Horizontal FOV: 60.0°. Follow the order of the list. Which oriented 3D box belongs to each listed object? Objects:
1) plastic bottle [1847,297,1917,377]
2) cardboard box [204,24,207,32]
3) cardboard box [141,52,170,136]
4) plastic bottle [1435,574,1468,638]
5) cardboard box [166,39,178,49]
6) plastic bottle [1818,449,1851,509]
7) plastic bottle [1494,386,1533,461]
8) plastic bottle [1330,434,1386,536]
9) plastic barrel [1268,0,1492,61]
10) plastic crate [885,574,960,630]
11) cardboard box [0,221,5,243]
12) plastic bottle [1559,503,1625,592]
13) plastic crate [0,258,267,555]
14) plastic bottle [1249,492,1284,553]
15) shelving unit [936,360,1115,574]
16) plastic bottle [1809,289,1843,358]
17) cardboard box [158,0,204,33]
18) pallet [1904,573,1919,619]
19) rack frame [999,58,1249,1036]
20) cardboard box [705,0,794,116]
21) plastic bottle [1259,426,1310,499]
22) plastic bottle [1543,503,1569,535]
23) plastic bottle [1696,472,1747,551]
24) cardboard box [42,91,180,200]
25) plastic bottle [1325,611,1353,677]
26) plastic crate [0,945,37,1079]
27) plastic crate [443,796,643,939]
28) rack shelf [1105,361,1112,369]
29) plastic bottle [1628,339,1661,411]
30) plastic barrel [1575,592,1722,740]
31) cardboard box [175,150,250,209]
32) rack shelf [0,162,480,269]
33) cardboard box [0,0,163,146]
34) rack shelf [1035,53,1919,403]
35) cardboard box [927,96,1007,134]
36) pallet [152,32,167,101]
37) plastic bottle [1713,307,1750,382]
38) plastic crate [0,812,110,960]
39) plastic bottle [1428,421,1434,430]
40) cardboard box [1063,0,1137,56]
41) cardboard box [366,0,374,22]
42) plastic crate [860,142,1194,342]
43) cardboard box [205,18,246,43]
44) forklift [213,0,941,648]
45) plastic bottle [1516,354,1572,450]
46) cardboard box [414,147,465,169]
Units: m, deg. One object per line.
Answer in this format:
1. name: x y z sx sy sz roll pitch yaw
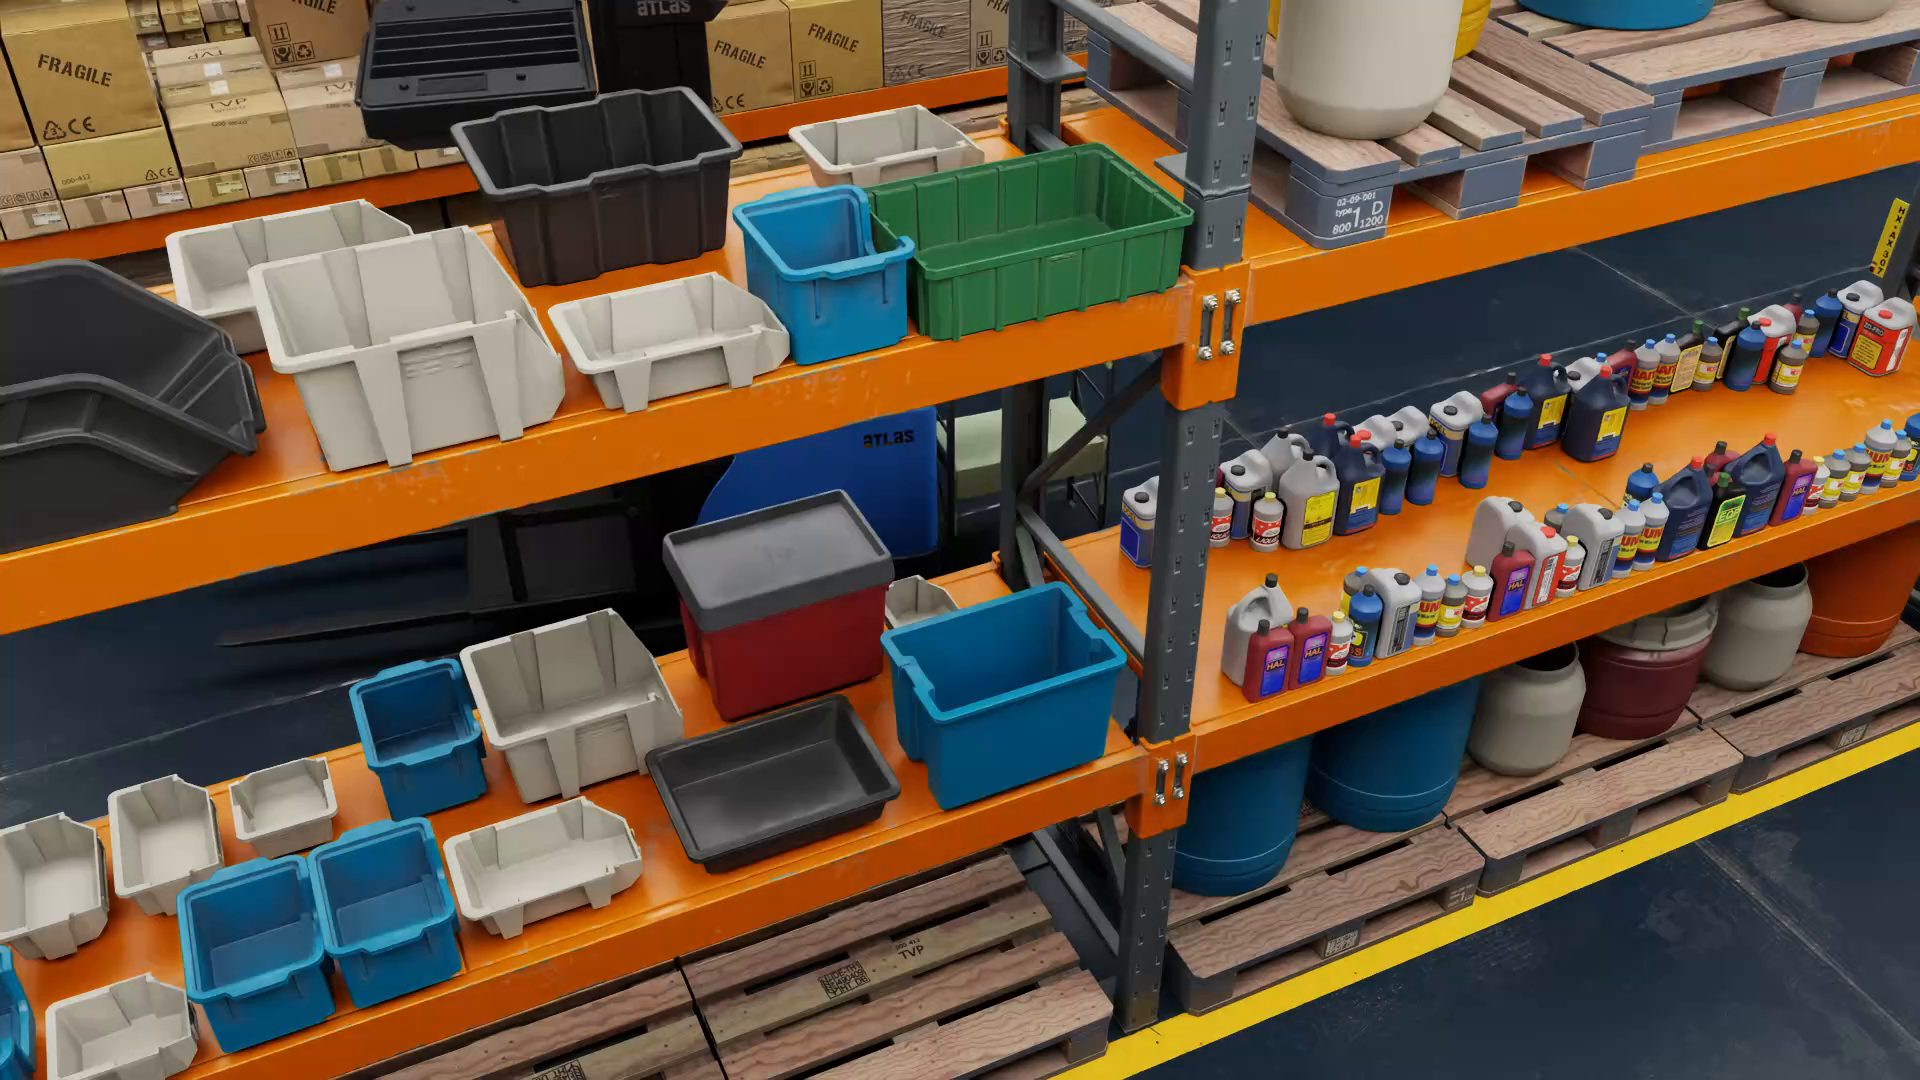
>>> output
1. plastic bottle: 3.550 -0.787 6.398 0.135 0.276 0.152 -16 39 -20
2. cardboard box: -5.556 -3.860 12.477 0.250 0.149 0.380 -15 39 -19
3. cardboard box: -4.086 -2.082 7.916 0.500 0.250 0.500 -17 40 -21
4. plastic bottle: 1.510 0.194 5.137 0.097 0.201 0.097 0 37 0
5. cardboard box: -5.583 -3.499 11.990 0.250 0.149 0.380 -18 40 -22
6. plastic bottle: 2.979 -0.216 5.691 0.097 0.201 0.097 0 37 0
7. plastic bottle: 1.971 -0.422 5.909 0.097 0.271 0.097 0 37 0
8. plastic bottle: 1.315 -0.200 5.543 0.185 0.351 0.144 -16 39 -20
9. plastic barrel: 1.133 -1.631 4.403 0.600 0.588 0.600 0 37 0
10. plastic crate: -0.089 0.281 5.025 0.243 0.136 0.396 -16 39 -20
11. cardboard box: -4.408 -1.442 7.387 0.250 0.149 0.380 -17 40 -21
12. plastic bottle: 2.022 0.003 5.332 0.135 0.276 0.152 -16 39 -20
13. plastic crate: -1.728 -0.248 3.100 0.767 0.338 0.504 -16 39 -20
14. plastic bottle: 1.013 -0.066 5.488 0.097 0.201 0.097 0 37 0
15. shelving unit: 0.244 -0.614 7.319 0.755 1.500 0.431 -12 38 -16
16. plastic bottle: 3.368 -0.853 6.490 0.097 0.271 0.097 0 37 0
17. cardboard box: -5.547 -3.757 11.838 0.250 0.149 0.380 -15 39 -19
18. pallet: 4.732 0.091 7.451 1.213 0.211 1.003 -16 39 -20
19. rack frame: 0.393 0.158 5.019 0.127 3.000 1.000 -16 39 -20
20. cardboard box: -1.189 -2.535 8.565 0.500 0.500 0.500 -15 39 -20
21. plastic bottle: 1.086 -0.231 5.585 0.185 0.351 0.144 -16 39 -20
22. plastic bottle: 1.952 -0.029 5.438 0.097 0.201 0.097 0 37 0
23. plastic bottle: 2.506 -0.105 5.472 0.133 0.283 0.061 -16 39 -20
24. cardboard box: -3.859 -1.796 7.530 0.500 0.250 0.500 -17 40 -21
25. plastic bottle: 1.124 0.302 4.991 0.097 0.201 0.097 0 37 0
26. plastic crate: -2.269 1.162 3.755 0.300 0.233 0.416 -16 39 -20
27. plastic crate: -1.056 0.843 4.267 0.466 0.136 0.293 -16 39 -20
28. rack shelf: 0.244 -0.927 7.086 0.720 0.370 0.431 -12 38 -16
29. plastic bottle: 2.532 -0.619 6.175 0.097 0.271 0.097 0 37 0
30. plastic barrel: 2.556 0.364 6.412 0.708 0.588 0.600 -16 39 -20
31. cardboard box: -3.479 -1.701 7.737 0.250 0.149 0.380 -17 40 -21
32. rack shelf: -3.522 -1.718 8.152 4.000 0.370 1.077 -16 39 -20
33. cardboard box: -3.864 -2.098 7.307 0.500 0.500 0.500 -17 40 -21
34. rack shelf: 2.204 -1.264 5.022 4.000 0.370 1.077 -16 39 -20
35. cardboard box: -0.332 -2.228 9.666 0.875 0.875 1.225 -17 40 -21
36. pallet: -5.426 -3.593 12.417 1.213 0.211 1.003 -16 39 -20
37. plastic bottle: 2.925 -0.746 6.336 0.133 0.283 0.061 -16 39 -20
38. plastic crate: -2.298 0.883 4.213 0.243 0.136 0.396 -16 39 -20
39. plastic bottle: 1.615 -0.334 5.850 0.097 0.201 0.097 0 37 0
40. cardboard box: 0.646 -3.051 9.261 0.500 0.500 0.500 -17 40 -21
41. cardboard box: -2.703 -2.769 8.213 0.500 0.500 0.500 -16 39 -20
42. plastic crate: 0.138 -0.691 3.824 0.662 0.188 0.450 -16 39 -20
43. cardboard box: -5.354 -3.765 12.100 0.250 0.149 0.380 -14 39 -18
44. forklift: -1.657 -0.970 6.598 3.031 2.935 1.130 -8 37 -11
45. plastic bottle: 2.083 -0.510 5.961 0.185 0.351 0.144 -16 39 -20
46. cardboard box: -2.546 -1.963 8.089 0.250 0.149 0.380 -15 39 -19
